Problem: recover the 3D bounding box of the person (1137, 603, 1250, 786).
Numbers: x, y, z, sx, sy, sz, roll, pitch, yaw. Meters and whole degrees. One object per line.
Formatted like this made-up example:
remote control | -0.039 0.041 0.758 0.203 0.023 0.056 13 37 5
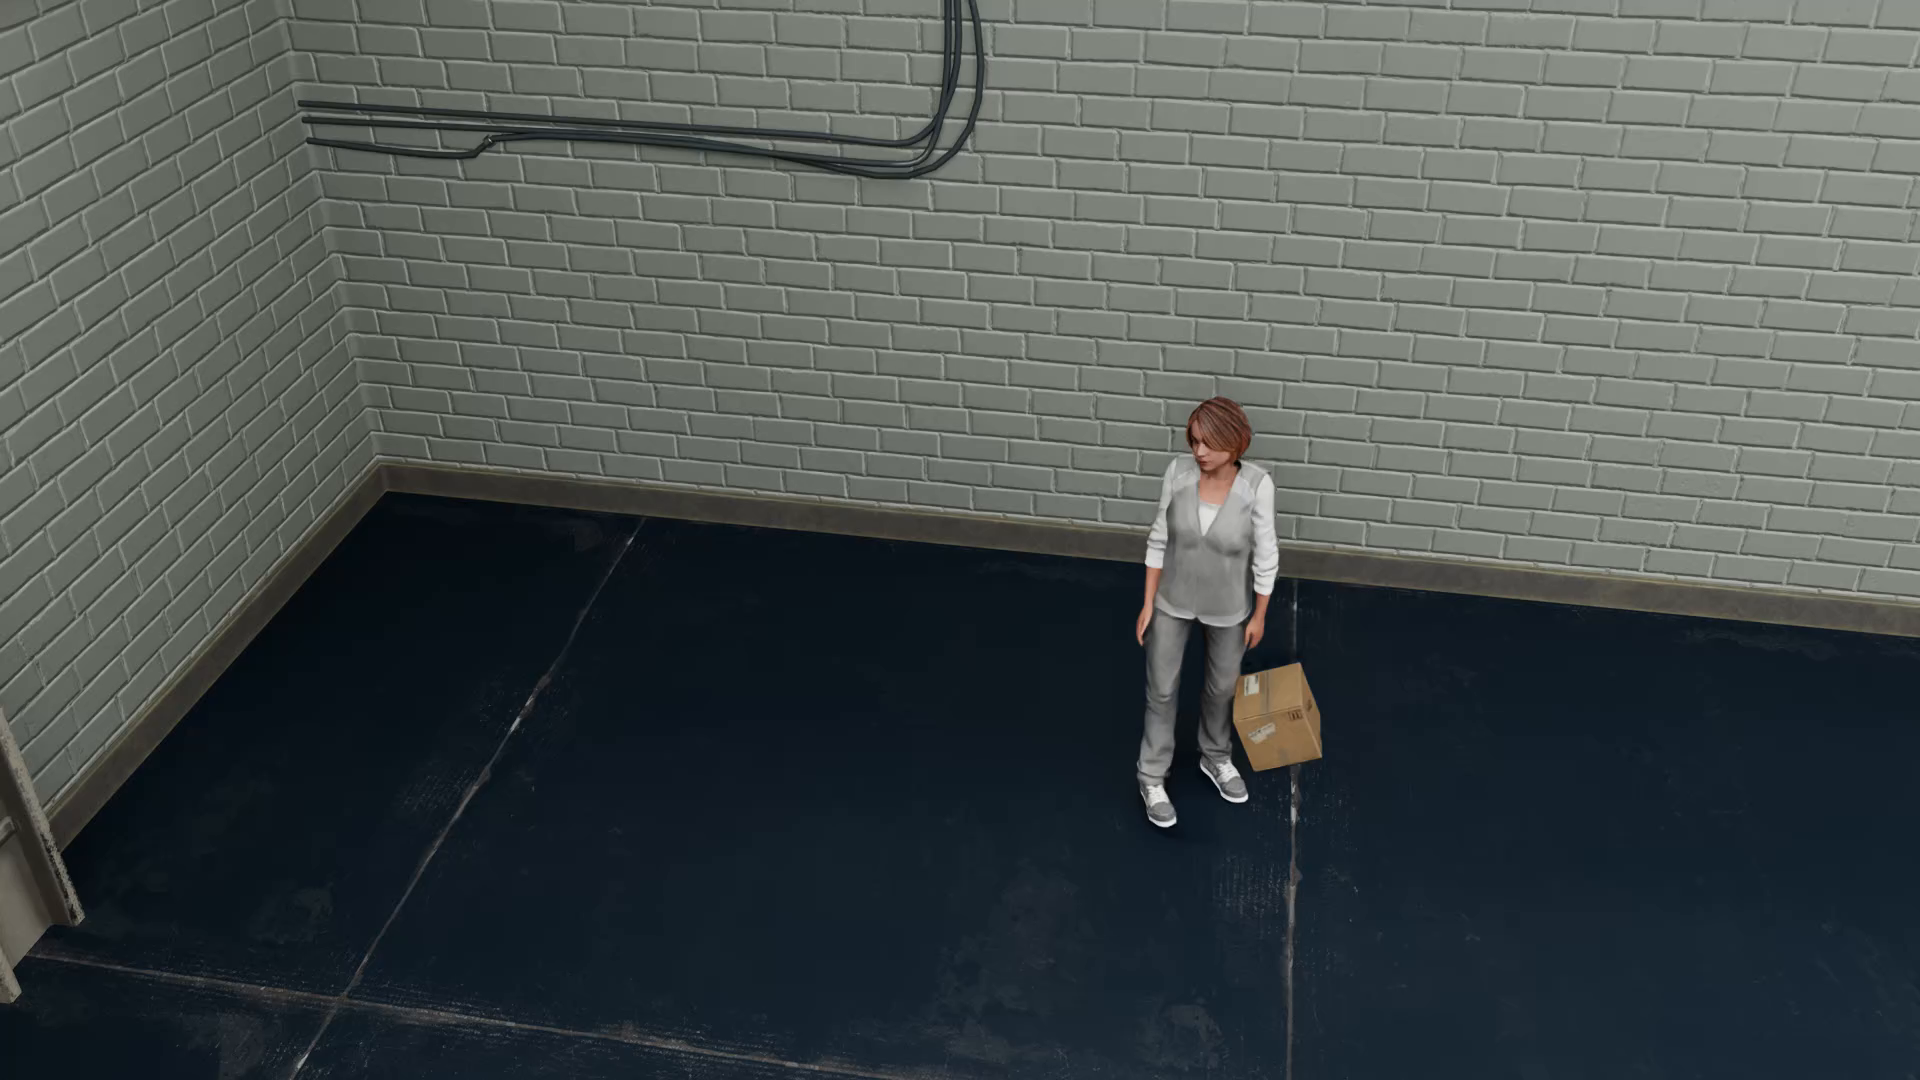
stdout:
person | 0.826 0.491 5.903 0.353 0.858 0.351 7 34 11
